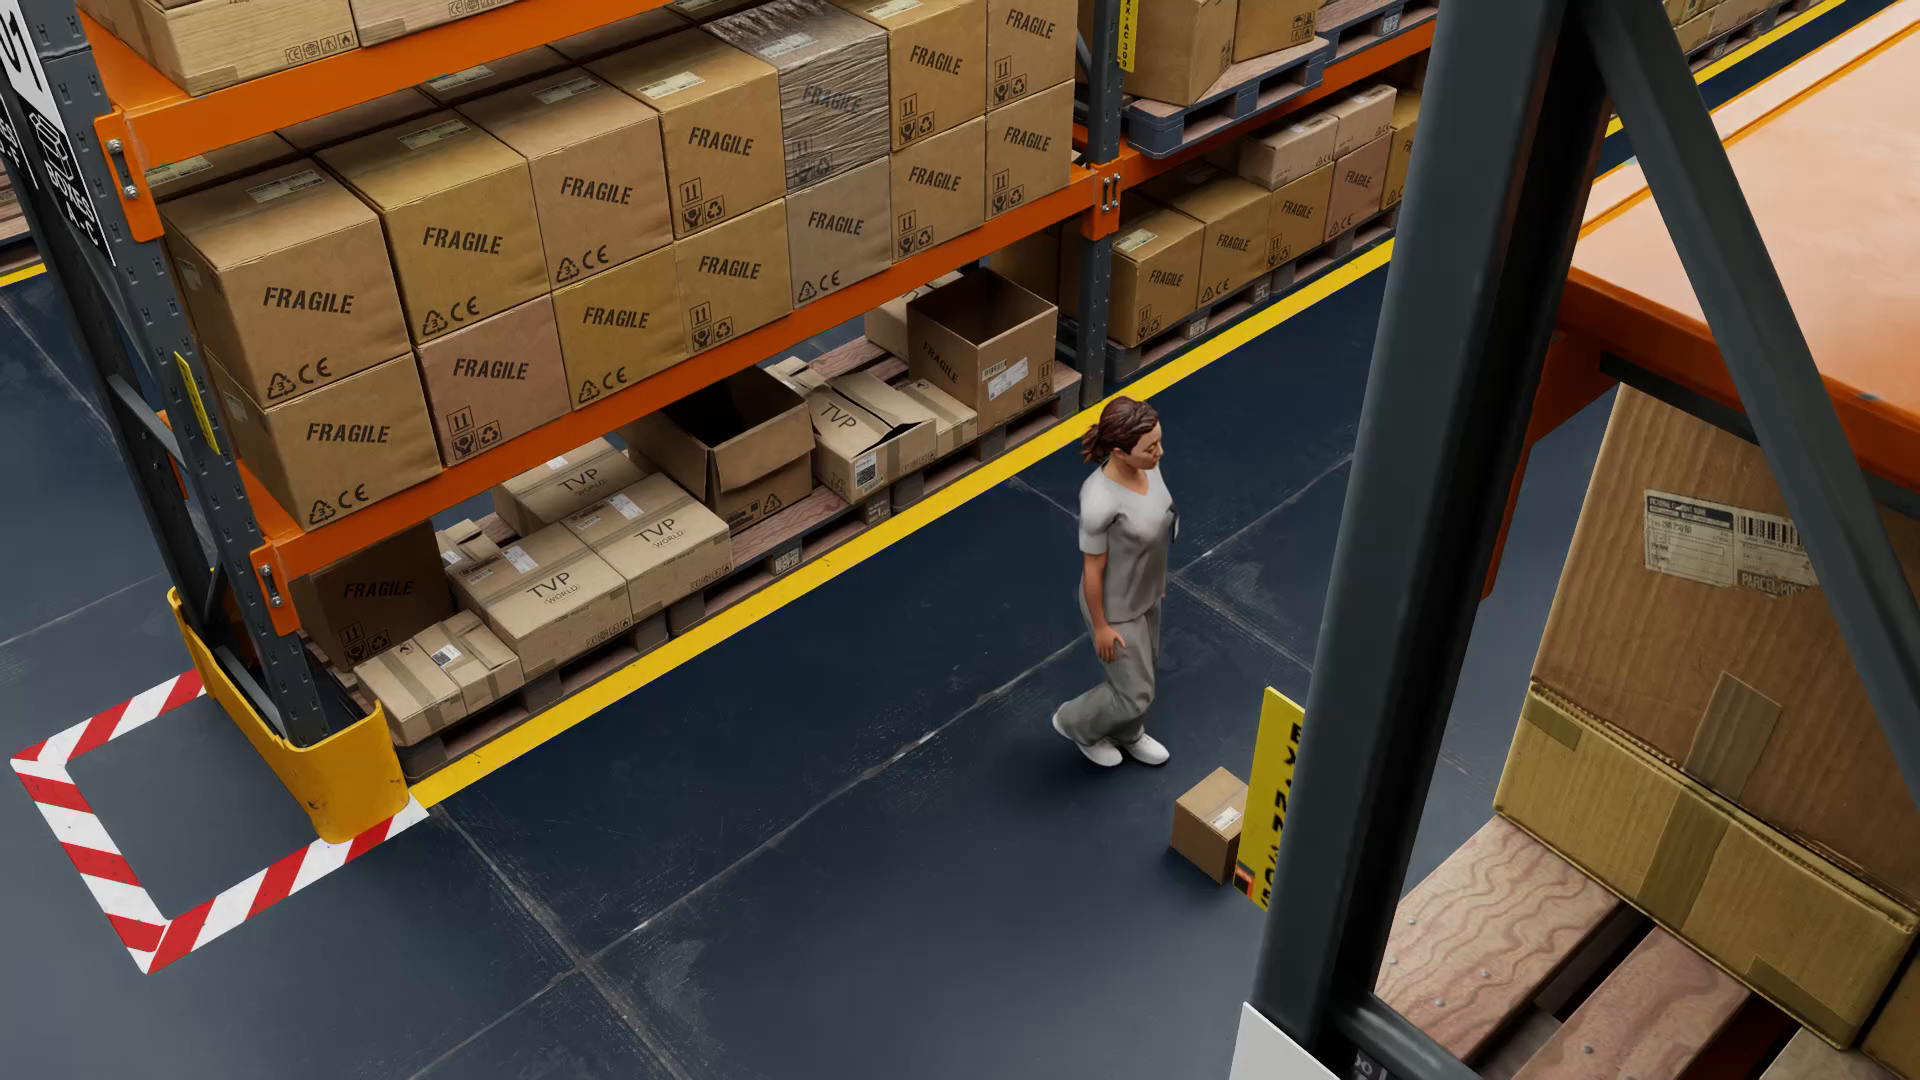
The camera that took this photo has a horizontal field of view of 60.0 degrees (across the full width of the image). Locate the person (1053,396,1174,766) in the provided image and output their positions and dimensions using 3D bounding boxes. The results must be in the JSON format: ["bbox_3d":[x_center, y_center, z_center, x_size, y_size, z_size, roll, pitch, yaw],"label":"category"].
[{"bbox_3d":[0.571,0.201,5.893,0.431,1.677,0.465,23,45,25],"label":"person"}]
